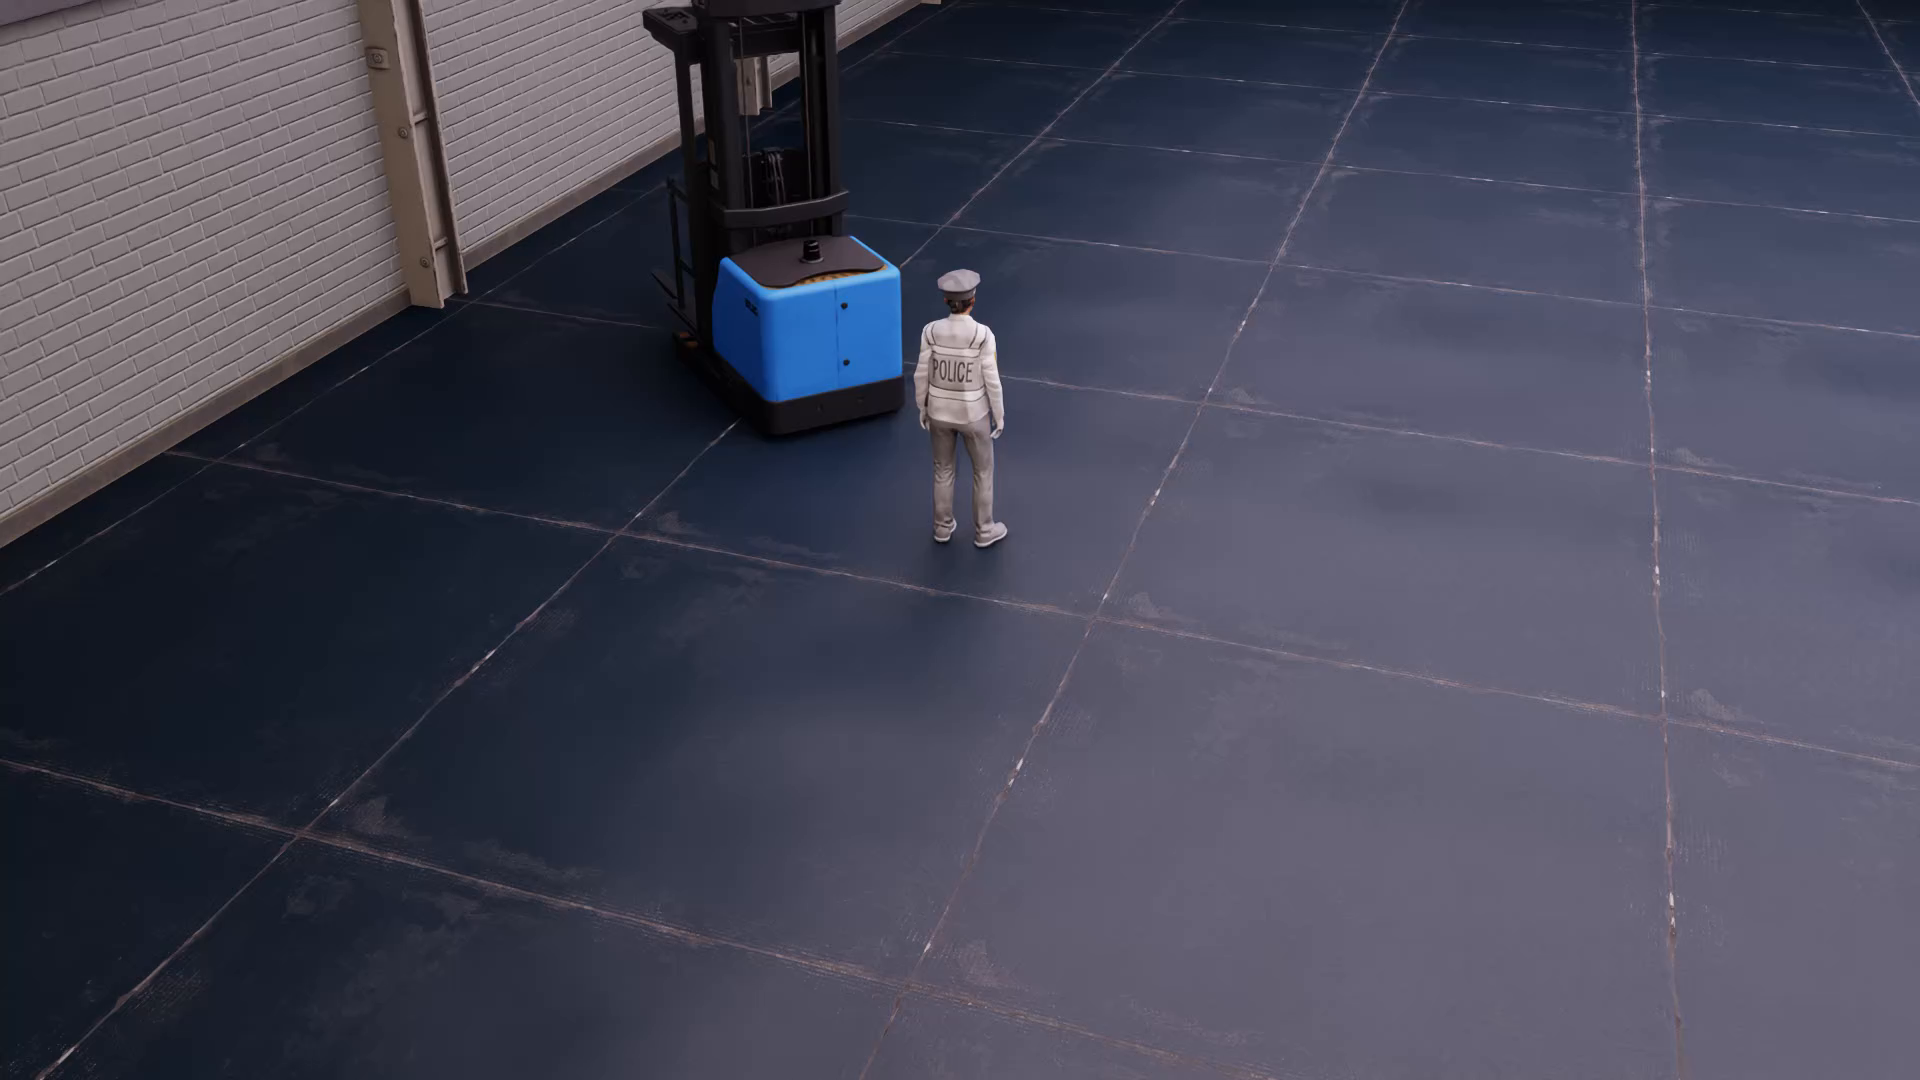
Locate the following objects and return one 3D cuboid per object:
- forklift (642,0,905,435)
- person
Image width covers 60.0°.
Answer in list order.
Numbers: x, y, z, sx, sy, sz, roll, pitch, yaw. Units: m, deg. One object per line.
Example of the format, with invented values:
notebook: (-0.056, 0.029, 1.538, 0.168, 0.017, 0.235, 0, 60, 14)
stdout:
forklift: (-1.512, -2.684, 11.845, 1.130, 2.935, 3.031, -14, 33, -24)
person: (0.000, -0.737, 9.712, 0.529, 1.663, 0.372, 9, 31, 15)
